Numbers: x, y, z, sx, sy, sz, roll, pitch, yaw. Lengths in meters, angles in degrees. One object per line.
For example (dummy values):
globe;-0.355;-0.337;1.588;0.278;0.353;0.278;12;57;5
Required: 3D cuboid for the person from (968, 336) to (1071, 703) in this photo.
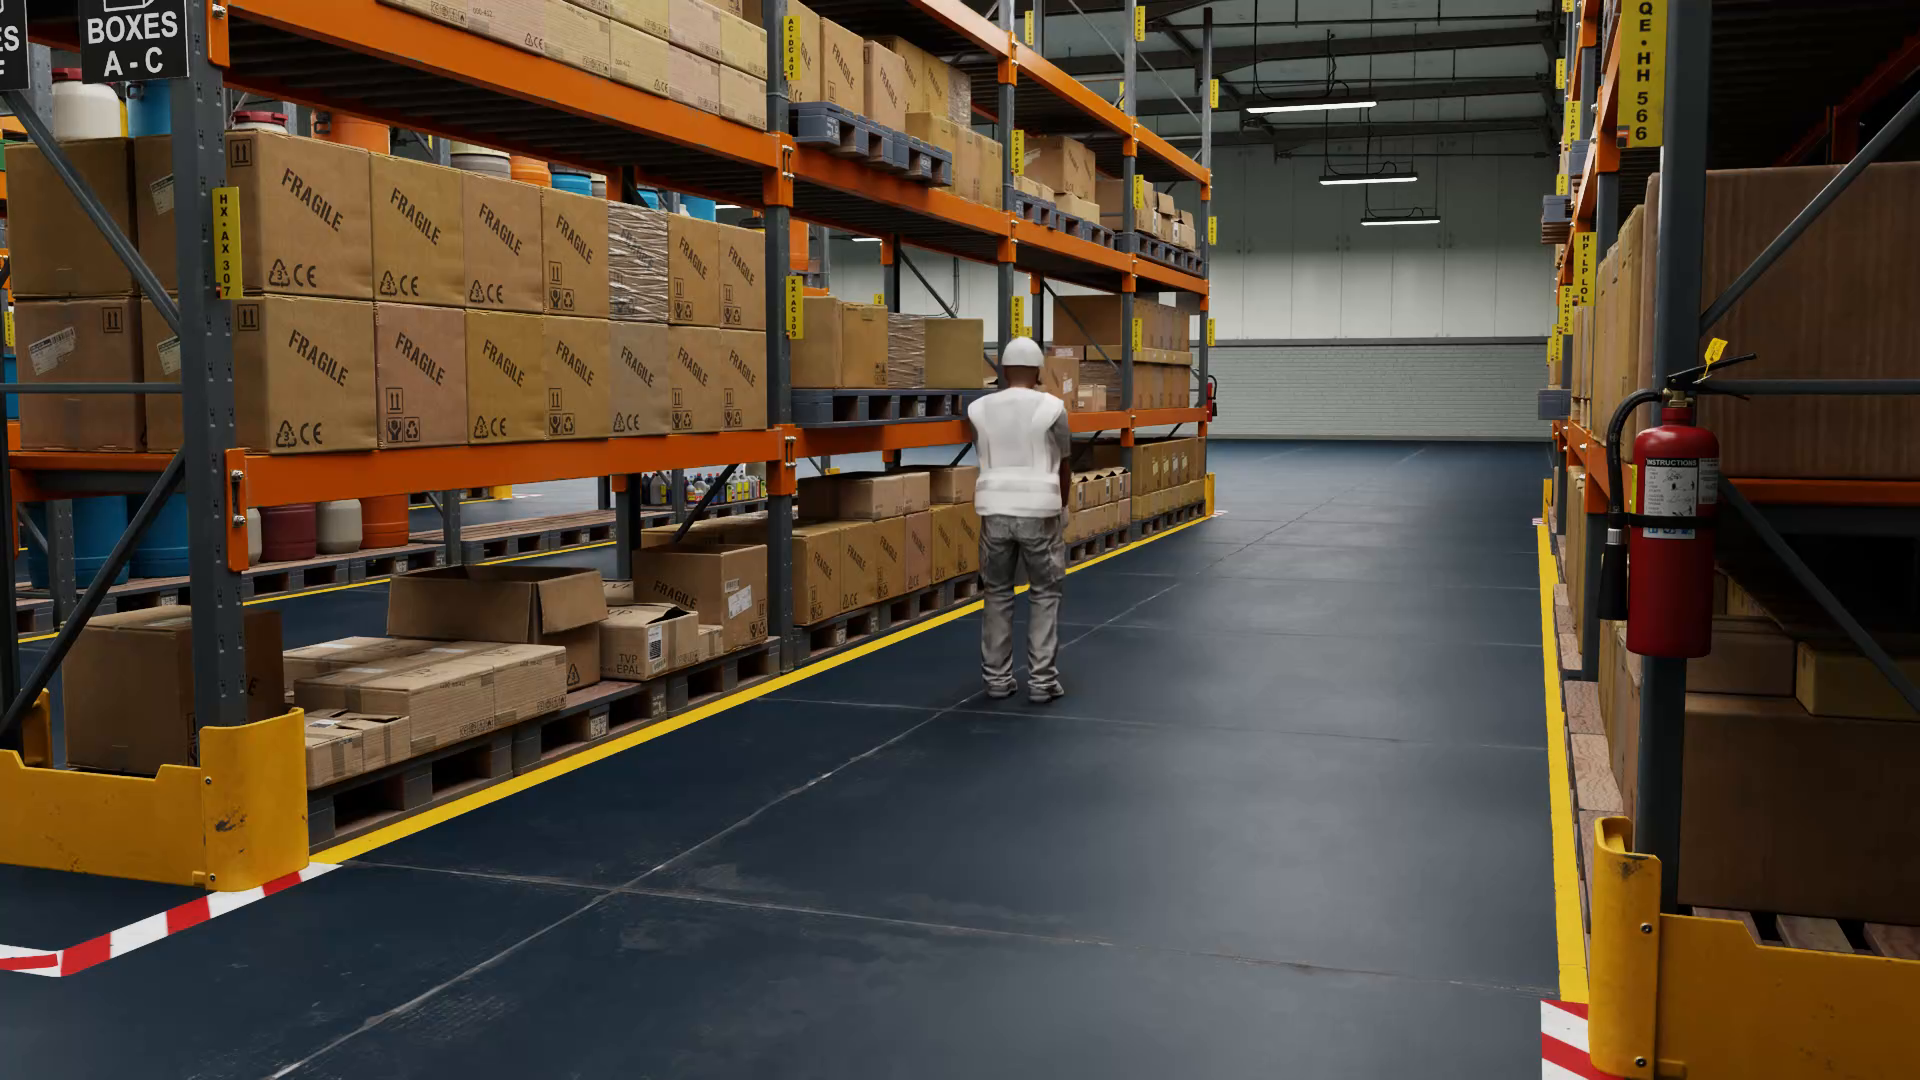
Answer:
person;0.303;-0.114;8.183;0.491;1.767;0.593;2;5;18
